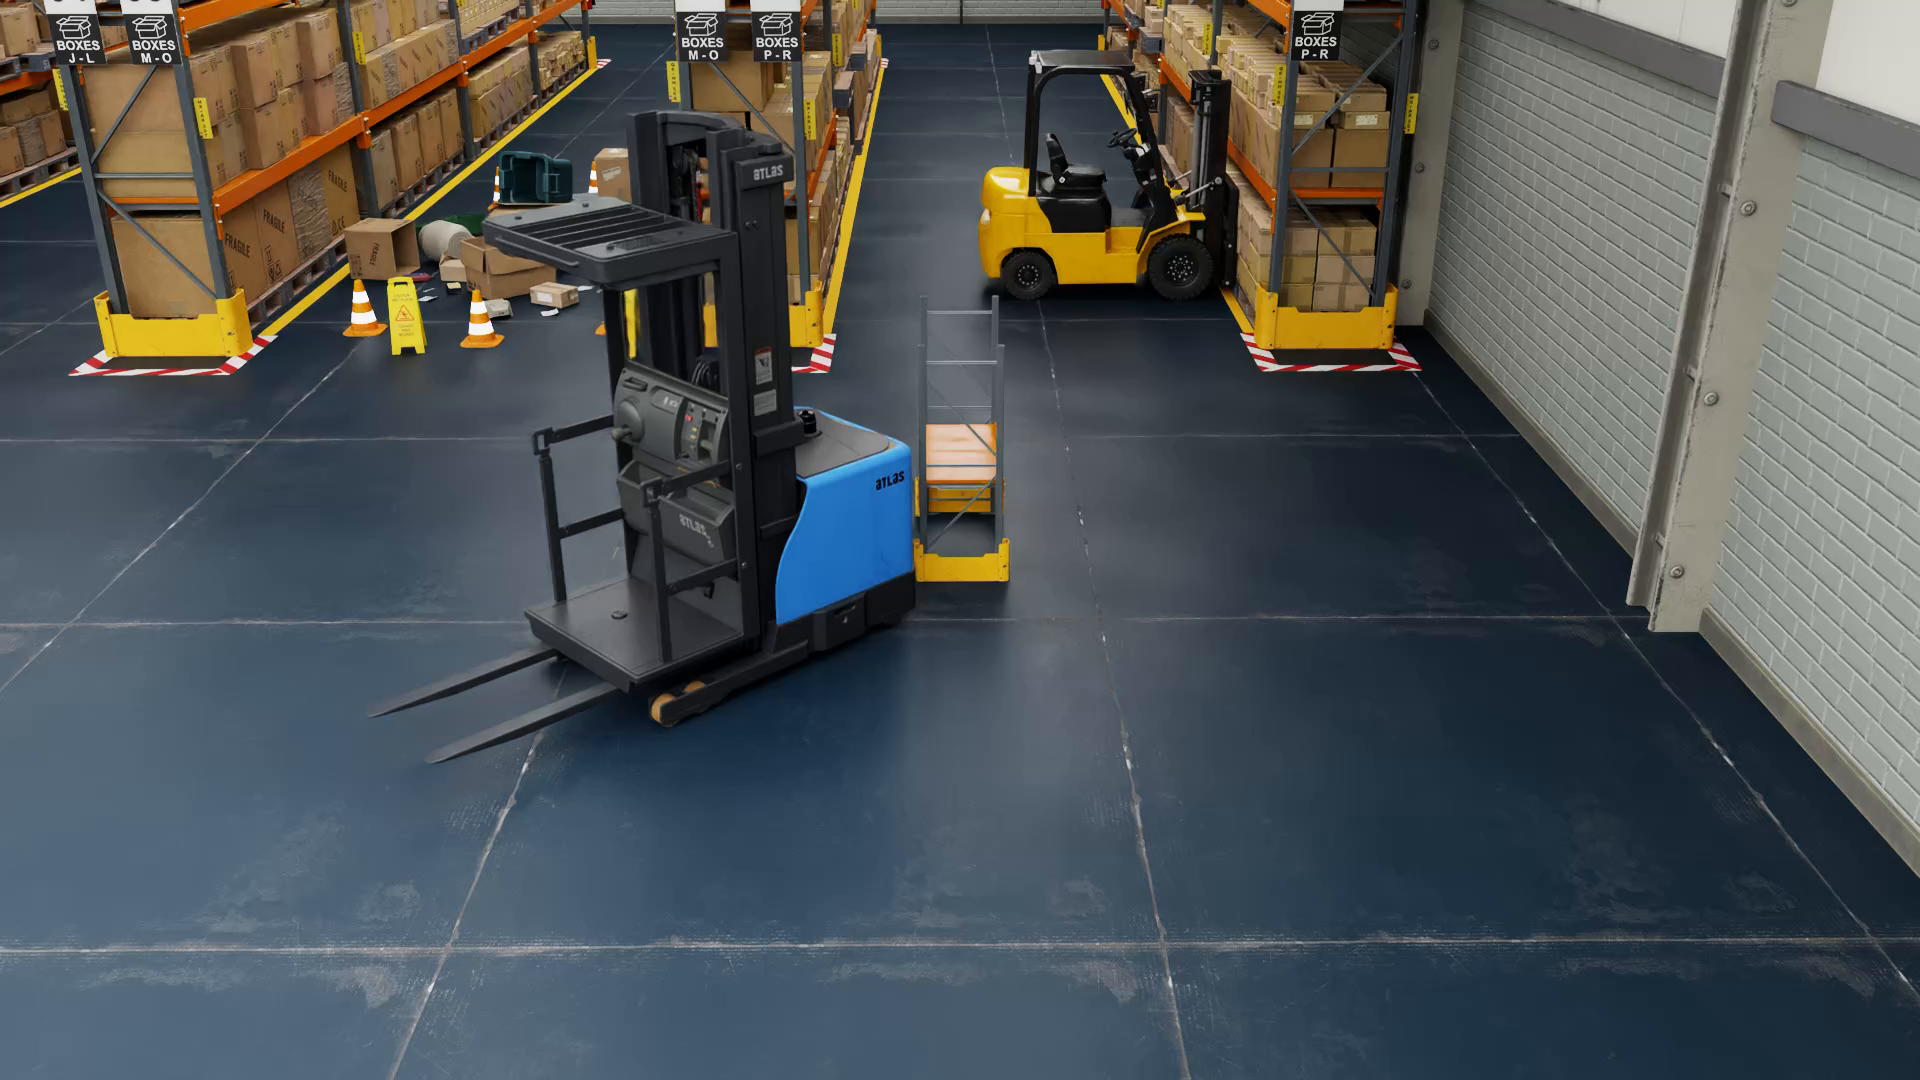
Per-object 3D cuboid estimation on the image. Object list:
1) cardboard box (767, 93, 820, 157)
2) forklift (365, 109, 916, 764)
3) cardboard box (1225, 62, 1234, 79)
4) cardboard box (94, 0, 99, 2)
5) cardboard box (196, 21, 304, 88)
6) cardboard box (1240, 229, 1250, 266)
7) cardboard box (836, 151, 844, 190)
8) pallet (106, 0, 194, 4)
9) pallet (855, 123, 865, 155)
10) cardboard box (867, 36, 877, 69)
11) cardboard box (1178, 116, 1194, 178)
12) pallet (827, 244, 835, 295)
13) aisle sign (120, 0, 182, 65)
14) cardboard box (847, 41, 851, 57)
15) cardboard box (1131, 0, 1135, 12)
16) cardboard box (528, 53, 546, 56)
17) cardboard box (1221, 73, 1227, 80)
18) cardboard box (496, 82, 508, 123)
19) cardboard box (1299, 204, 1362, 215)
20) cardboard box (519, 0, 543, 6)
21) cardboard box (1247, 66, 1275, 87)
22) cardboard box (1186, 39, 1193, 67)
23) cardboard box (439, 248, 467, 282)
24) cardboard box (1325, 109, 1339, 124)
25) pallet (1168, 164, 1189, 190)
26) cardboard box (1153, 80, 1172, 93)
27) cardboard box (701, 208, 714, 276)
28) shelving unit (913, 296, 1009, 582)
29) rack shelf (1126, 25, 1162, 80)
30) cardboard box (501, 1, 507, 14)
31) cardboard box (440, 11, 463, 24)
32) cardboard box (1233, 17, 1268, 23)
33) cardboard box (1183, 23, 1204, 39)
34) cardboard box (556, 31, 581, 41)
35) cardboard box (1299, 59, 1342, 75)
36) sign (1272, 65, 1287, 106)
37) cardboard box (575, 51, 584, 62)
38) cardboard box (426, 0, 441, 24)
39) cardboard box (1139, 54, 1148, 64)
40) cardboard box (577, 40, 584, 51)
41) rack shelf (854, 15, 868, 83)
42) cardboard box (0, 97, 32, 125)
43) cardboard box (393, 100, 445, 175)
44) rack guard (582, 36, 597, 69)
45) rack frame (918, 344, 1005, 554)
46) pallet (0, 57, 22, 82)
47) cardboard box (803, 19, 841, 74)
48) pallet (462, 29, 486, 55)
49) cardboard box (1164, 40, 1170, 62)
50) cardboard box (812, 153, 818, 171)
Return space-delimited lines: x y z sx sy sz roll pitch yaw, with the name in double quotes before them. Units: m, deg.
"cardboard box" -1.525 -3.669 14.740 0.500 0.500 0.500 0 24 1
"forklift" -1.662 -0.609 8.540 3.031 2.935 1.130 -22 32 -40
"cardboard box" 2.836 -4.643 16.467 0.380 0.149 0.250 0 24 1
"cardboard box" -11.781 -7.403 22.139 0.797 0.503 0.637 0 24 1
"cardboard box" -6.820 -4.621 15.836 0.875 0.550 0.550 0 24 -1
"cardboard box" 2.863 -2.674 15.243 0.500 0.250 0.500 0 24 -1
"cardboard box" -1.851 -4.233 19.148 0.950 0.372 0.625 1 24 3
"pallet" -6.755 -4.646 13.850 1.003 0.211 1.213 0 24 -1
"pallet" -1.809 -5.429 22.498 1.003 0.211 1.213 0 24 -1
"cardboard box" -1.837 -8.046 27.501 0.875 0.438 0.875 0 24 1
"cardboard box" 3.104 -4.704 19.883 0.875 0.625 0.625 -1 24 -3
"pallet" -1.773 -2.675 16.409 1.003 0.211 1.213 0 24 -1
"aisle sign" -6.436 -4.171 13.177 0.394 0.787 0.004 0 24 -1
"cardboard box" -1.502 -5.887 19.921 0.380 0.149 0.250 0 24 0
"cardboard box" 2.832 -7.870 23.880 0.700 0.500 0.500 0 24 0
"cardboard box" -6.660 -7.483 25.883 0.380 0.149 0.250 -1 24 -1
"cardboard box" 2.898 -4.397 16.711 0.500 0.500 0.500 0 24 0
"cardboard box" -6.596 -6.074 23.064 0.500 0.500 0.500 -1 24 -2
"cardboard box" 3.350 -2.901 15.138 0.500 0.250 0.500 0 24 0
"cardboard box" -6.621 -8.345 25.079 0.500 0.500 0.500 -1 24 -2
"cardboard box" 2.847 -4.251 15.239 0.380 0.149 0.250 0 24 0
"cardboard box" 2.858 -5.533 18.920 0.500 0.250 0.500 0 24 0
"cardboard box" -4.920 -2.717 16.435 0.396 0.266 0.258 4 25 9
"cardboard box" 3.365 -3.685 14.350 0.380 0.149 0.250 0 24 -1
"pallet" 3.068 -4.287 19.973 1.003 0.211 1.213 0 24 -1
"cardboard box" 2.795 -6.061 22.248 0.380 0.149 0.250 -1 24 -3
"cardboard box" -2.058 -2.687 14.969 0.500 0.500 0.500 0 24 0
"shelving unit" 0.001 -0.652 10.371 0.587 1.500 1.083 0 24 -1
"rack shelf" 3.066 -6.895 23.228 1.077 0.370 4.000 0 24 -1
"cardboard box" -6.659 -7.560 23.621 0.380 0.149 0.250 -1 24 -3
"cardboard box" -6.629 -6.723 21.409 0.380 0.149 0.250 1 24 2
"cardboard box" 3.434 -6.081 19.646 0.380 0.149 0.250 -1 24 -1
"cardboard box" 2.782 -5.866 19.172 0.380 0.149 0.250 -1 24 -2
"cardboard box" -6.652 -8.554 28.250 0.380 0.149 0.250 0 24 0
"cardboard box" 3.391 -4.464 15.711 0.380 0.149 0.250 0 24 1
"sign" 2.633 -3.741 13.688 0.100 0.325 0.005 0 24 -1
"cardboard box" -6.593 -8.178 28.142 0.380 0.149 0.250 0 24 1
"cardboard box" -6.829 -6.627 20.427 0.700 0.500 0.500 0 24 -1
"cardboard box" 2.863 -7.132 24.615 0.380 0.149 0.250 -1 24 -2
"cardboard box" -6.620 -8.419 28.314 0.380 0.149 0.250 -1 24 -2
"rack shelf" -1.897 -6.871 23.175 1.077 0.370 4.000 0 24 -1
"cardboard box" -11.731 -5.239 20.283 0.500 0.250 0.500 2 24 5
"cardboard box" -6.894 -4.865 20.088 1.050 0.750 0.750 0 24 0
"rack guard" -6.910 -8.437 28.798 1.175 0.500 0.348 0 24 -1
"rack frame" 0.006 -0.439 9.900 0.500 1.500 0.032 0 24 -1
"pallet" -11.722 -5.427 19.342 1.003 0.211 1.213 0 24 -1
"cardboard box" -1.550 -5.293 17.822 0.500 0.500 0.500 0 24 1
"pallet" -6.938 -6.516 21.751 1.213 0.211 1.003 0 24 -1
"cardboard box" 2.849 -6.146 20.881 0.500 0.250 0.500 0 24 0
"cardboard box" -1.480 -3.423 14.983 0.380 0.149 0.250 0 24 0
